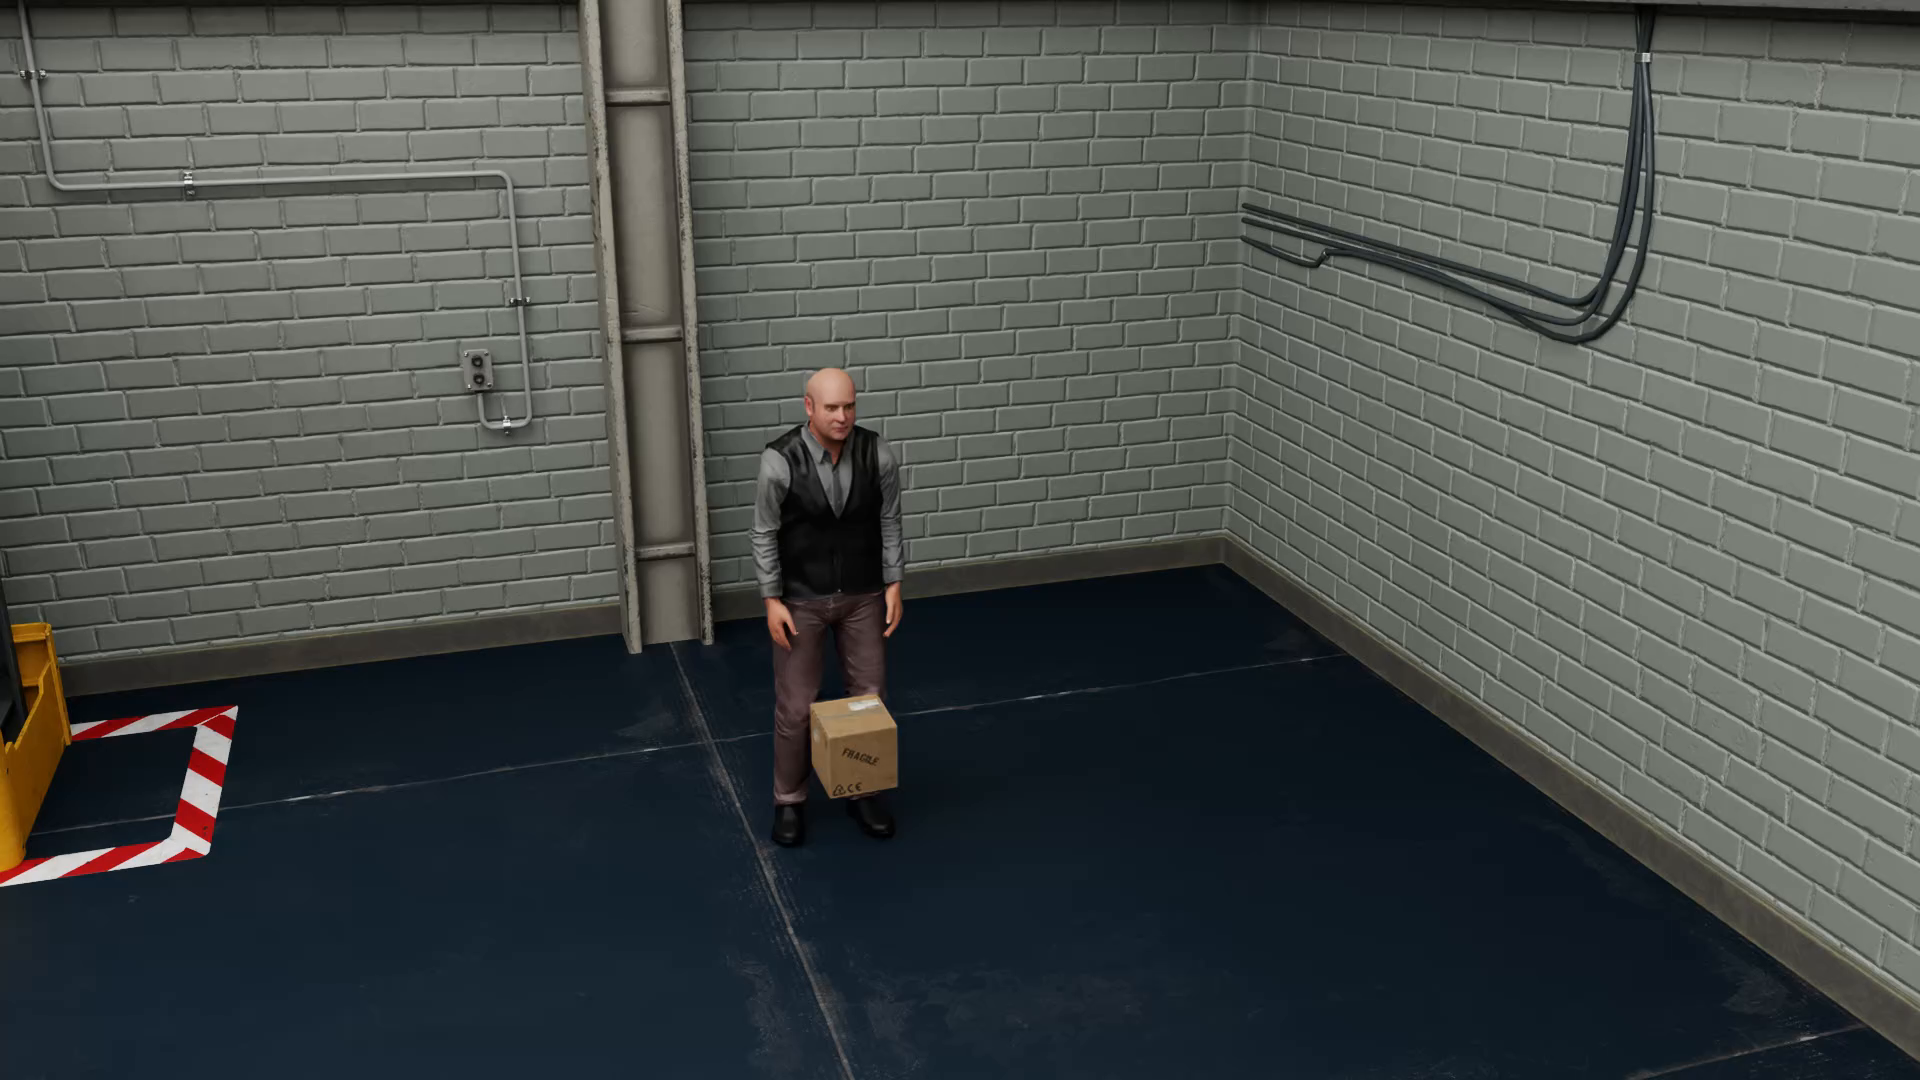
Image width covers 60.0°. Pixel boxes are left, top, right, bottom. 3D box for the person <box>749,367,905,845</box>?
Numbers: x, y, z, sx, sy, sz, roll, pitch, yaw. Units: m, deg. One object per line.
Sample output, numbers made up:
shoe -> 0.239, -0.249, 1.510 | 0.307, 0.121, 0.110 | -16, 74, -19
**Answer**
person -> -0.459, 0.223, 5.954 | 0.563, 1.724, 0.473 | -7, 20, -19
